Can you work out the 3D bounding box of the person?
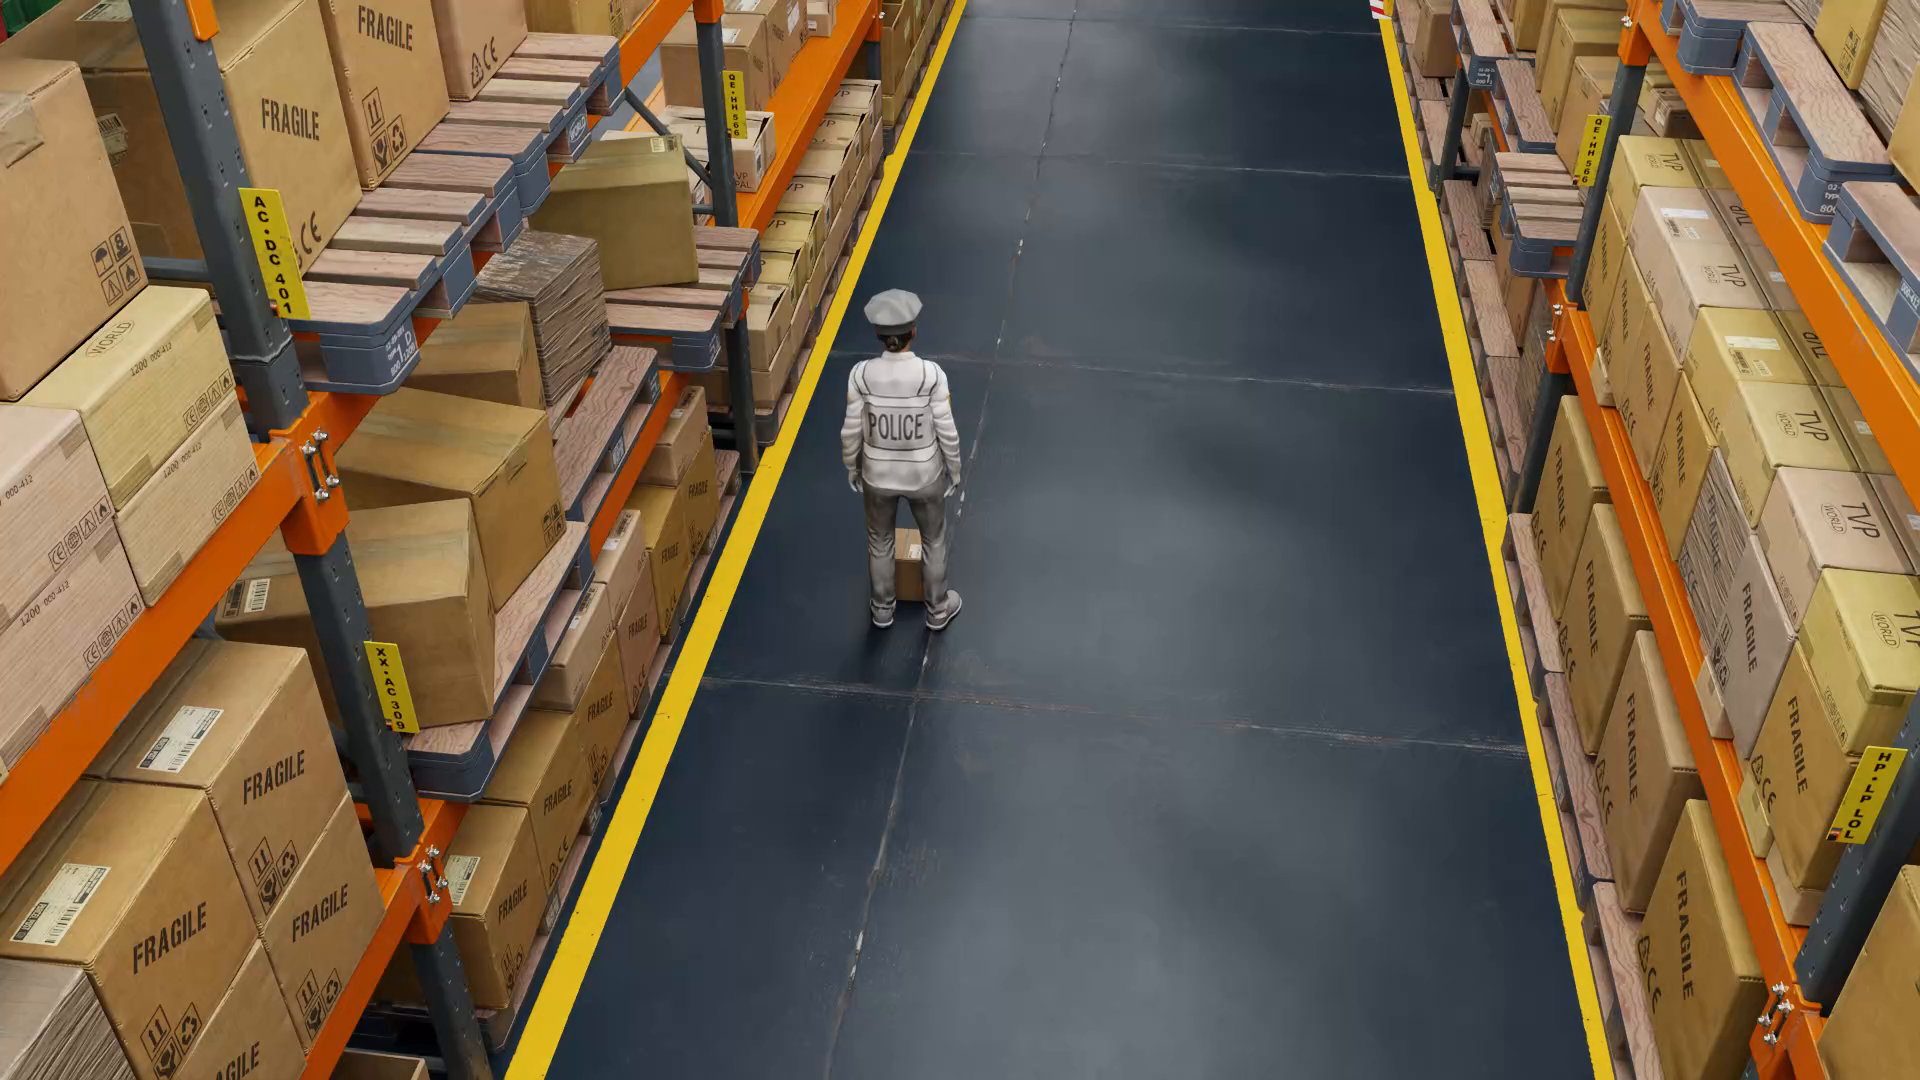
[{"bbox_3d":[-0.258,-0.304,7.448,0.528,1.663,0.371,3,36,4],"label":"person"}]
